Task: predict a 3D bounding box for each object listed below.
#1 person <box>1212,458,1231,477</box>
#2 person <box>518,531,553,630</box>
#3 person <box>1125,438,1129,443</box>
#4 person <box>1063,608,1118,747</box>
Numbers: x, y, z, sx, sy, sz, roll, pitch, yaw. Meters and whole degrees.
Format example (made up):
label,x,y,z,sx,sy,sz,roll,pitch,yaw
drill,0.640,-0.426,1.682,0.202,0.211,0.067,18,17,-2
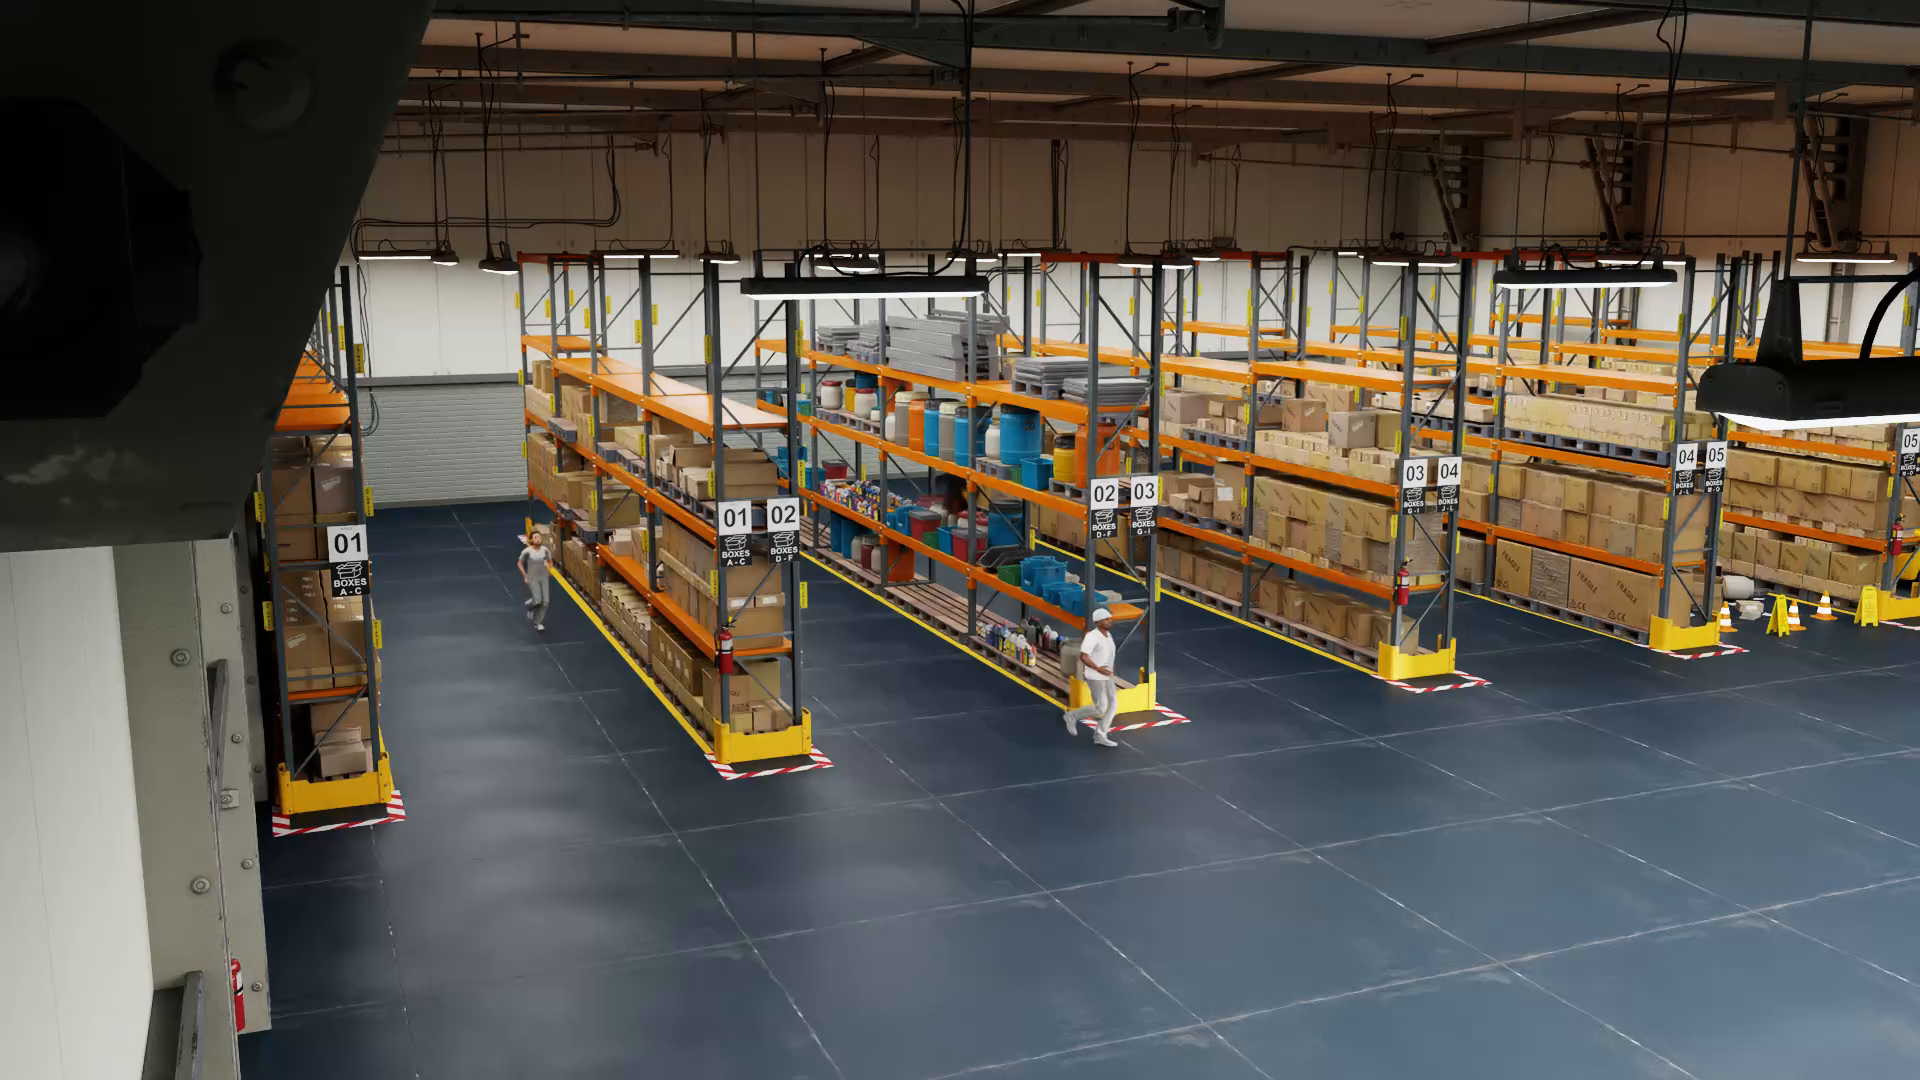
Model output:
label,x,y,z,sx,sy,sz,roll,pitch,yaw
person,5.489,-0.863,34.781,0.669,1.791,0.992,-5,12,-26
person,-6.862,0.647,27.009,0.564,1.620,0.569,-7,12,-33
person,4.141,-1.994,41.462,0.549,1.669,0.714,-3,11,-15
person,1.708,1.709,20.958,0.700,1.729,0.718,6,12,29
